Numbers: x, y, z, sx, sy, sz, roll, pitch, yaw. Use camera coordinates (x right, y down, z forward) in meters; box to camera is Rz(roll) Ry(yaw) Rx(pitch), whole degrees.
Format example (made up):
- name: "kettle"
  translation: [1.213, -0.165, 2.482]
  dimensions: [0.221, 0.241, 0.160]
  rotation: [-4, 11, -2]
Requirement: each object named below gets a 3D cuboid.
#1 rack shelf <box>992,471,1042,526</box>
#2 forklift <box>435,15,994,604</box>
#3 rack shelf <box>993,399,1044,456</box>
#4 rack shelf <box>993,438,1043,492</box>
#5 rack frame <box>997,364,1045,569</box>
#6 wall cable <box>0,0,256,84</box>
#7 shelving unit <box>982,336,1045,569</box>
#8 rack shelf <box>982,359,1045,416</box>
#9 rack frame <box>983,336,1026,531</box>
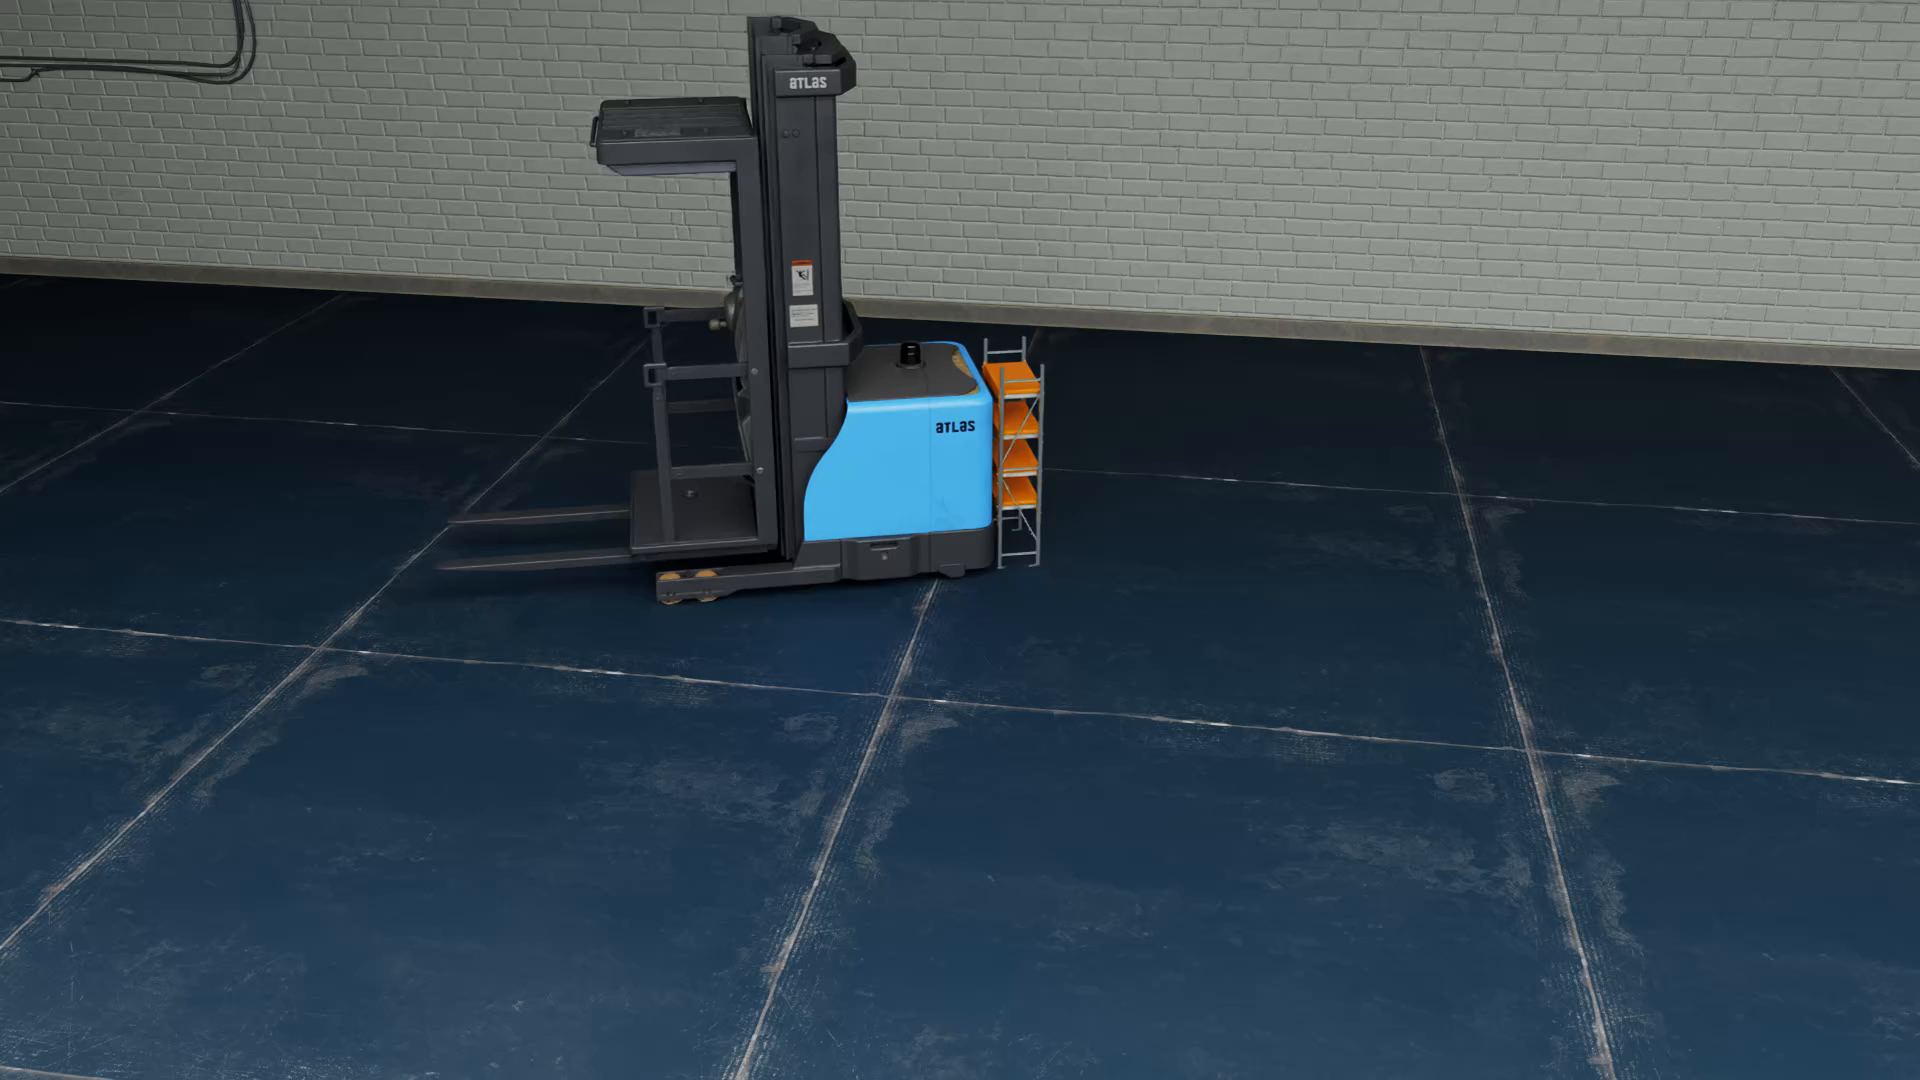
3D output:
- name: "rack shelf"
  translation: [0.290, -0.252, 9.499]
  dimensions: [0.258, 0.148, 0.480]
  rotation: [-4, 25, -9]
- name: "forklift"
  translation: [-1.374, -1.221, 8.900]
  dimensions: [3.031, 2.935, 1.130]
  rotation: [-4, 25, -9]
- name: "rack shelf"
  translation: [0.292, -0.635, 9.321]
  dimensions: [0.258, 0.148, 0.480]
  rotation: [-4, 25, -9]
- name: "rack shelf"
  translation: [0.291, -0.432, 9.415]
  dimensions: [0.258, 0.148, 0.480]
  rotation: [-4, 25, -9]
- name: "rack frame"
  translation: [0.333, -0.391, 9.169]
  dimensions: [0.240, 1.200, 0.015]
  rotation: [-4, 25, -9]
- name: "wall cable"
  translation: [-7.254, -4.945, 13.362]
  dimensions: [3.097, 2.526, 0.112]
  rotation: [4, 25, 9]
- name: "shelving unit"
  translation: [0.291, -0.493, 9.387]
  dimensions: [0.258, 1.200, 0.503]
  rotation: [-4, 25, -9]
- name: "rack shelf"
  translation: [0.292, -0.849, 9.220]
  dimensions: [0.258, 0.148, 0.480]
  rotation: [-4, 25, -9]
- name: "rack frame"
  translation: [0.250, -0.595, 9.605]
  dimensions: [0.240, 1.200, 0.015]
  rotation: [-4, 25, -9]
